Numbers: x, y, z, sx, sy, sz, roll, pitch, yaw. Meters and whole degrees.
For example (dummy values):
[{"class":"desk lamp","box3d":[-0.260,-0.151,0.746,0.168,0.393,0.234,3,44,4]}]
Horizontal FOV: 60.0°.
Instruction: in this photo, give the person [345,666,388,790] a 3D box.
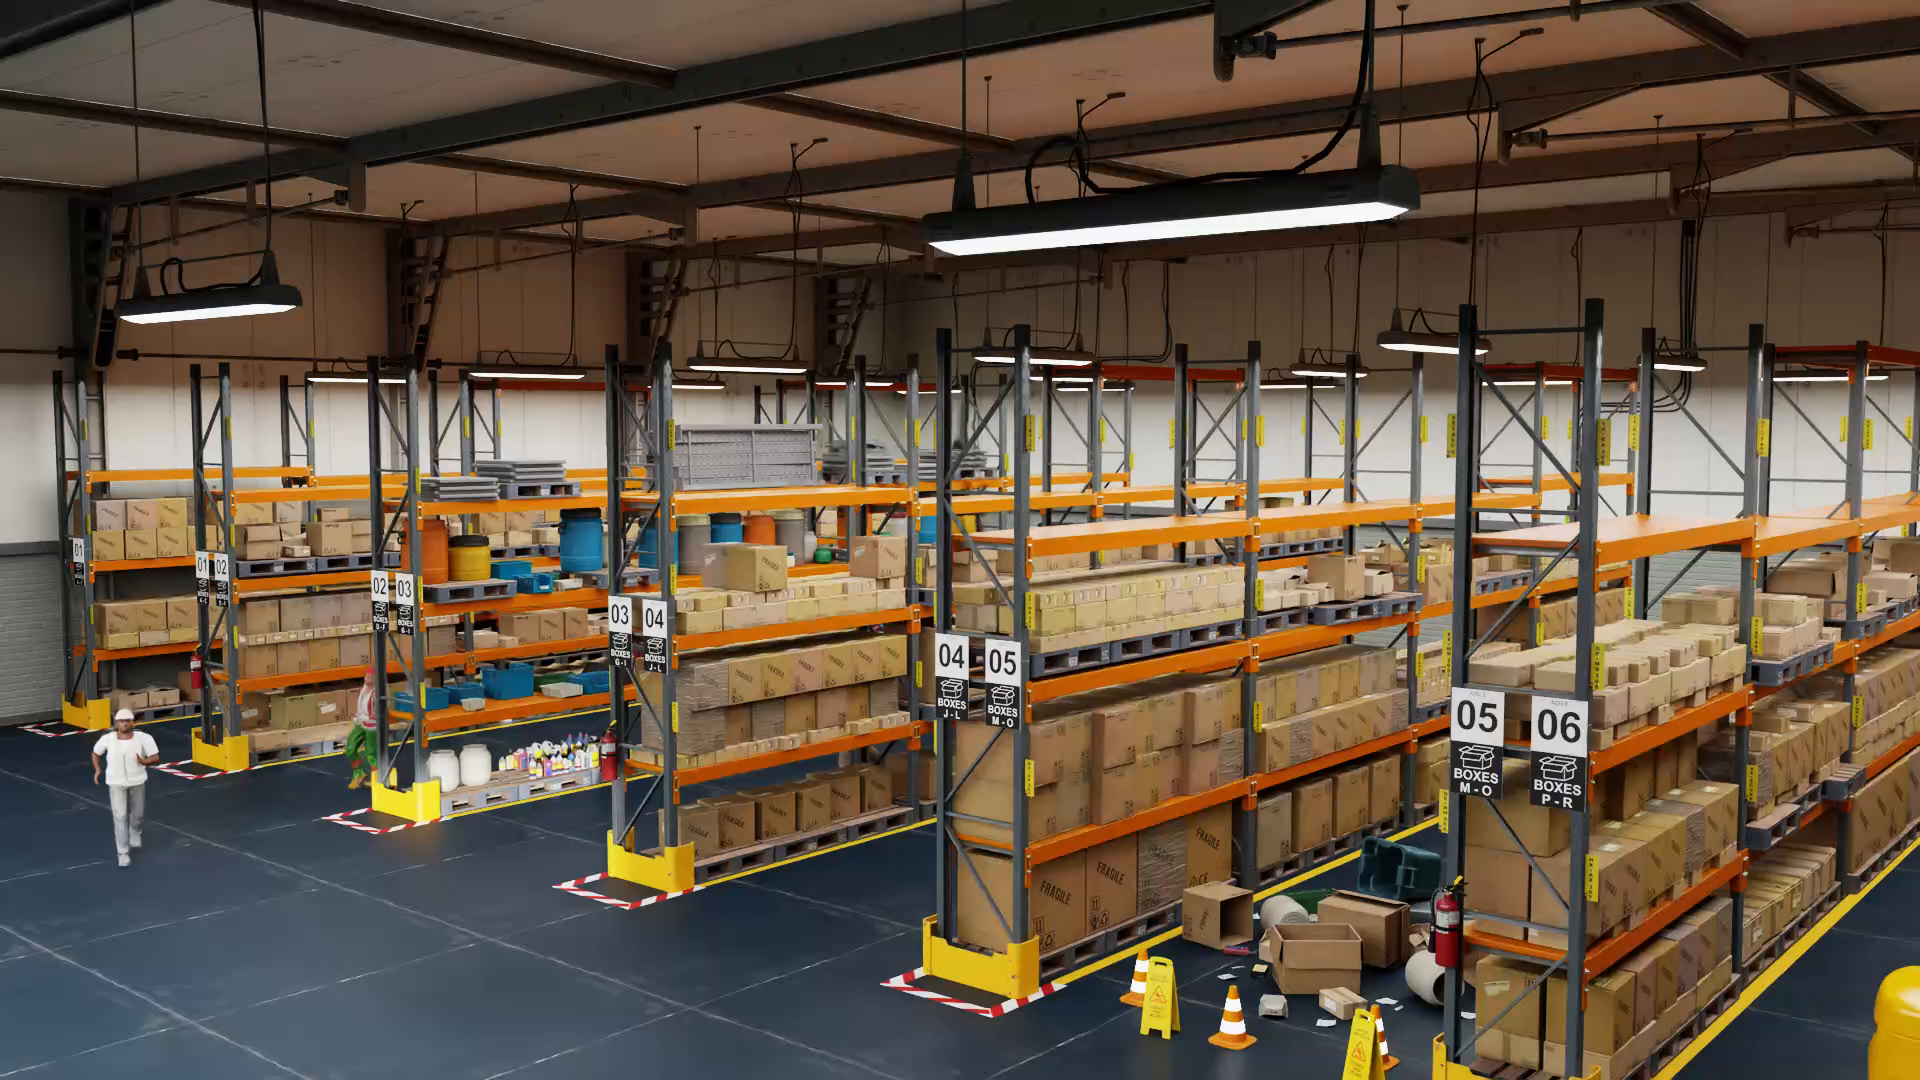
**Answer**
[{"class":"person","box3d":[-8.236,2.625,23.185,0.691,1.771,0.673,2,5,28]}]

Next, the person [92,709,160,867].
[{"class":"person","box3d":[-9.756,2.848,19.474,0.700,1.754,0.989,-2,5,-29]}]

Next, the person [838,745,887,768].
[{"class":"person","box3d":[-1.442,2.594,23.426,0.662,1.711,0.989,3,5,37]}]
